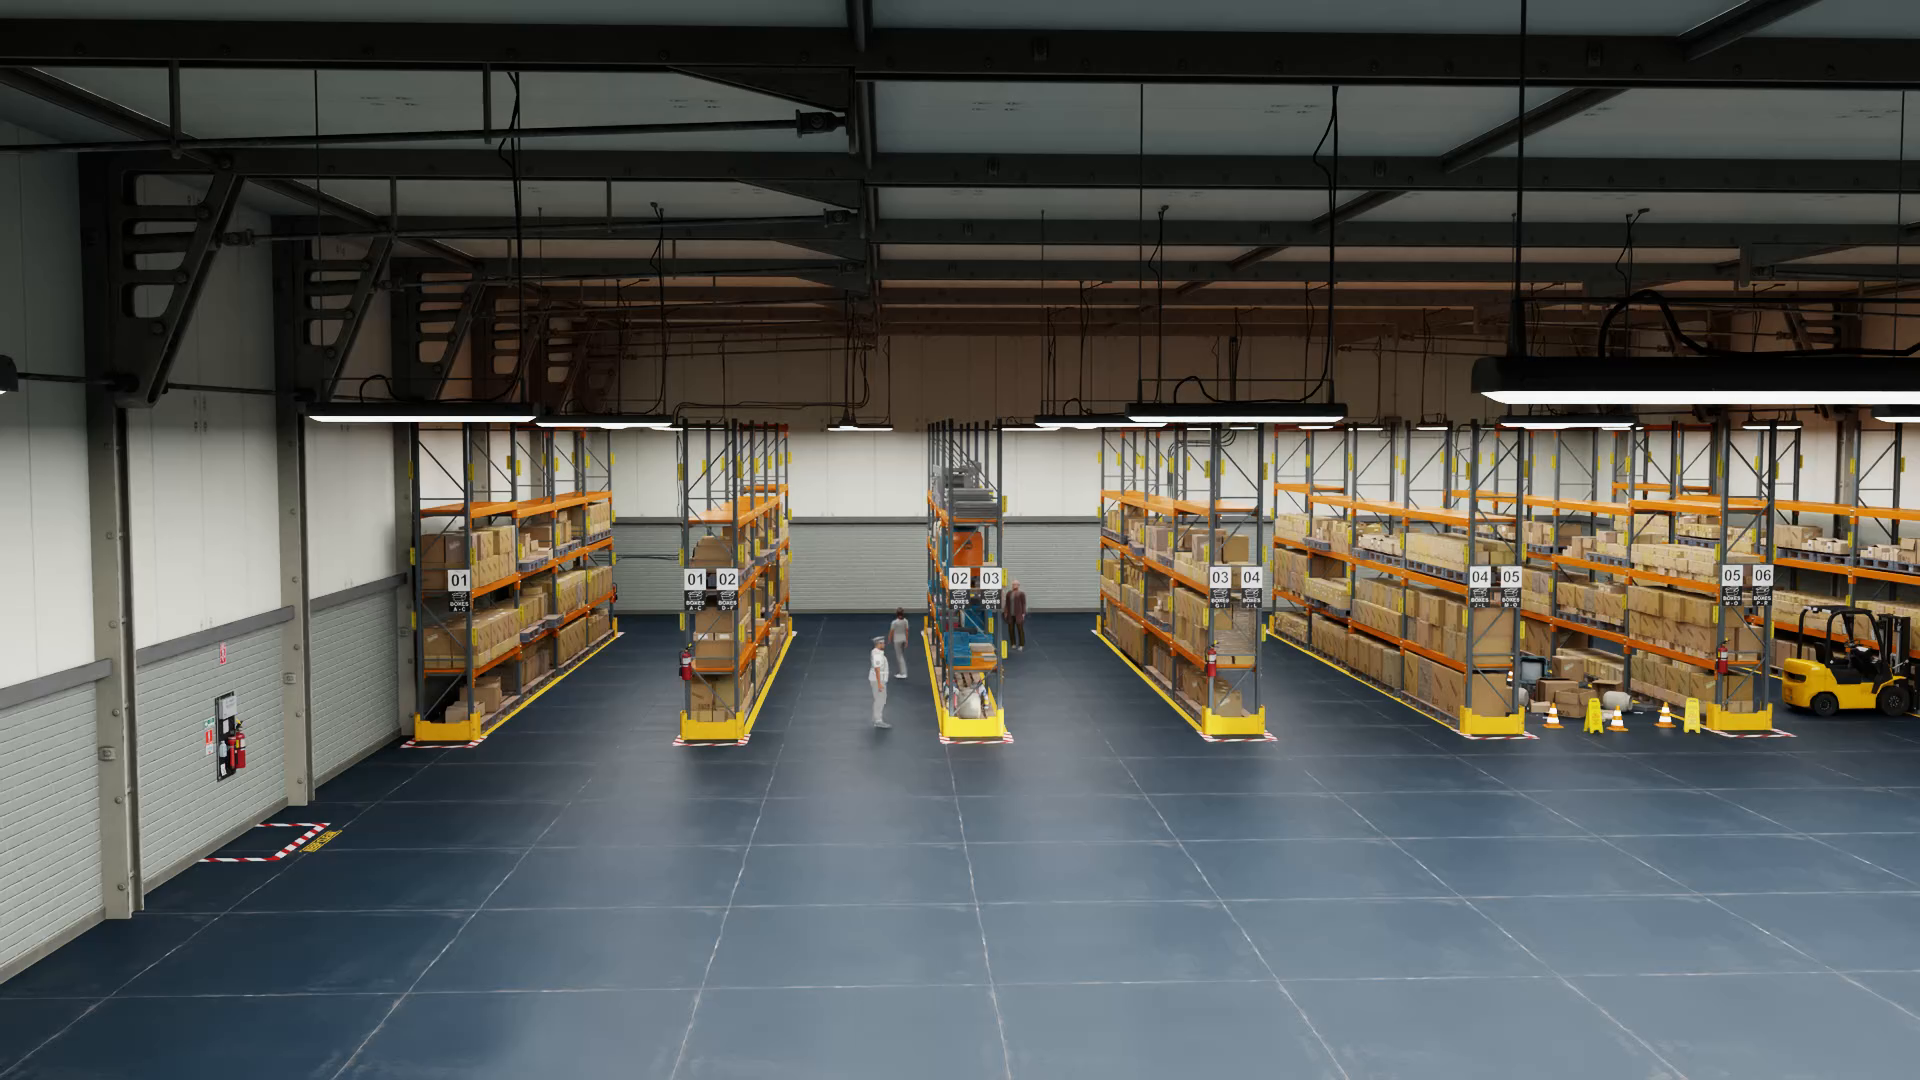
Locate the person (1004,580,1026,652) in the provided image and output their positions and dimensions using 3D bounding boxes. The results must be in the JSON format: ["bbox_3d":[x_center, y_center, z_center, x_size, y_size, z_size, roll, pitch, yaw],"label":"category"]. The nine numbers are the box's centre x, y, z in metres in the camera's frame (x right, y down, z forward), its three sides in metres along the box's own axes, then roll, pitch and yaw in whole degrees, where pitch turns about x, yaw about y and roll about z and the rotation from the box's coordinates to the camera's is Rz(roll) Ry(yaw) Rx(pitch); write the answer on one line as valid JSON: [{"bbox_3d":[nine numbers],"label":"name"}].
[{"bbox_3d":[1.413,1.951,42.951,0.613,1.808,0.442,2,4,25],"label":"person"}]

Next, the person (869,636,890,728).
[{"bbox_3d":[-1.579,2.806,32.550,0.418,1.859,0.614,0,4,-3],"label":"person"}]

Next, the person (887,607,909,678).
[{"bbox_3d":[-1.451,2.415,38.858,0.516,1.709,0.466,2,4,32],"label":"person"}]
